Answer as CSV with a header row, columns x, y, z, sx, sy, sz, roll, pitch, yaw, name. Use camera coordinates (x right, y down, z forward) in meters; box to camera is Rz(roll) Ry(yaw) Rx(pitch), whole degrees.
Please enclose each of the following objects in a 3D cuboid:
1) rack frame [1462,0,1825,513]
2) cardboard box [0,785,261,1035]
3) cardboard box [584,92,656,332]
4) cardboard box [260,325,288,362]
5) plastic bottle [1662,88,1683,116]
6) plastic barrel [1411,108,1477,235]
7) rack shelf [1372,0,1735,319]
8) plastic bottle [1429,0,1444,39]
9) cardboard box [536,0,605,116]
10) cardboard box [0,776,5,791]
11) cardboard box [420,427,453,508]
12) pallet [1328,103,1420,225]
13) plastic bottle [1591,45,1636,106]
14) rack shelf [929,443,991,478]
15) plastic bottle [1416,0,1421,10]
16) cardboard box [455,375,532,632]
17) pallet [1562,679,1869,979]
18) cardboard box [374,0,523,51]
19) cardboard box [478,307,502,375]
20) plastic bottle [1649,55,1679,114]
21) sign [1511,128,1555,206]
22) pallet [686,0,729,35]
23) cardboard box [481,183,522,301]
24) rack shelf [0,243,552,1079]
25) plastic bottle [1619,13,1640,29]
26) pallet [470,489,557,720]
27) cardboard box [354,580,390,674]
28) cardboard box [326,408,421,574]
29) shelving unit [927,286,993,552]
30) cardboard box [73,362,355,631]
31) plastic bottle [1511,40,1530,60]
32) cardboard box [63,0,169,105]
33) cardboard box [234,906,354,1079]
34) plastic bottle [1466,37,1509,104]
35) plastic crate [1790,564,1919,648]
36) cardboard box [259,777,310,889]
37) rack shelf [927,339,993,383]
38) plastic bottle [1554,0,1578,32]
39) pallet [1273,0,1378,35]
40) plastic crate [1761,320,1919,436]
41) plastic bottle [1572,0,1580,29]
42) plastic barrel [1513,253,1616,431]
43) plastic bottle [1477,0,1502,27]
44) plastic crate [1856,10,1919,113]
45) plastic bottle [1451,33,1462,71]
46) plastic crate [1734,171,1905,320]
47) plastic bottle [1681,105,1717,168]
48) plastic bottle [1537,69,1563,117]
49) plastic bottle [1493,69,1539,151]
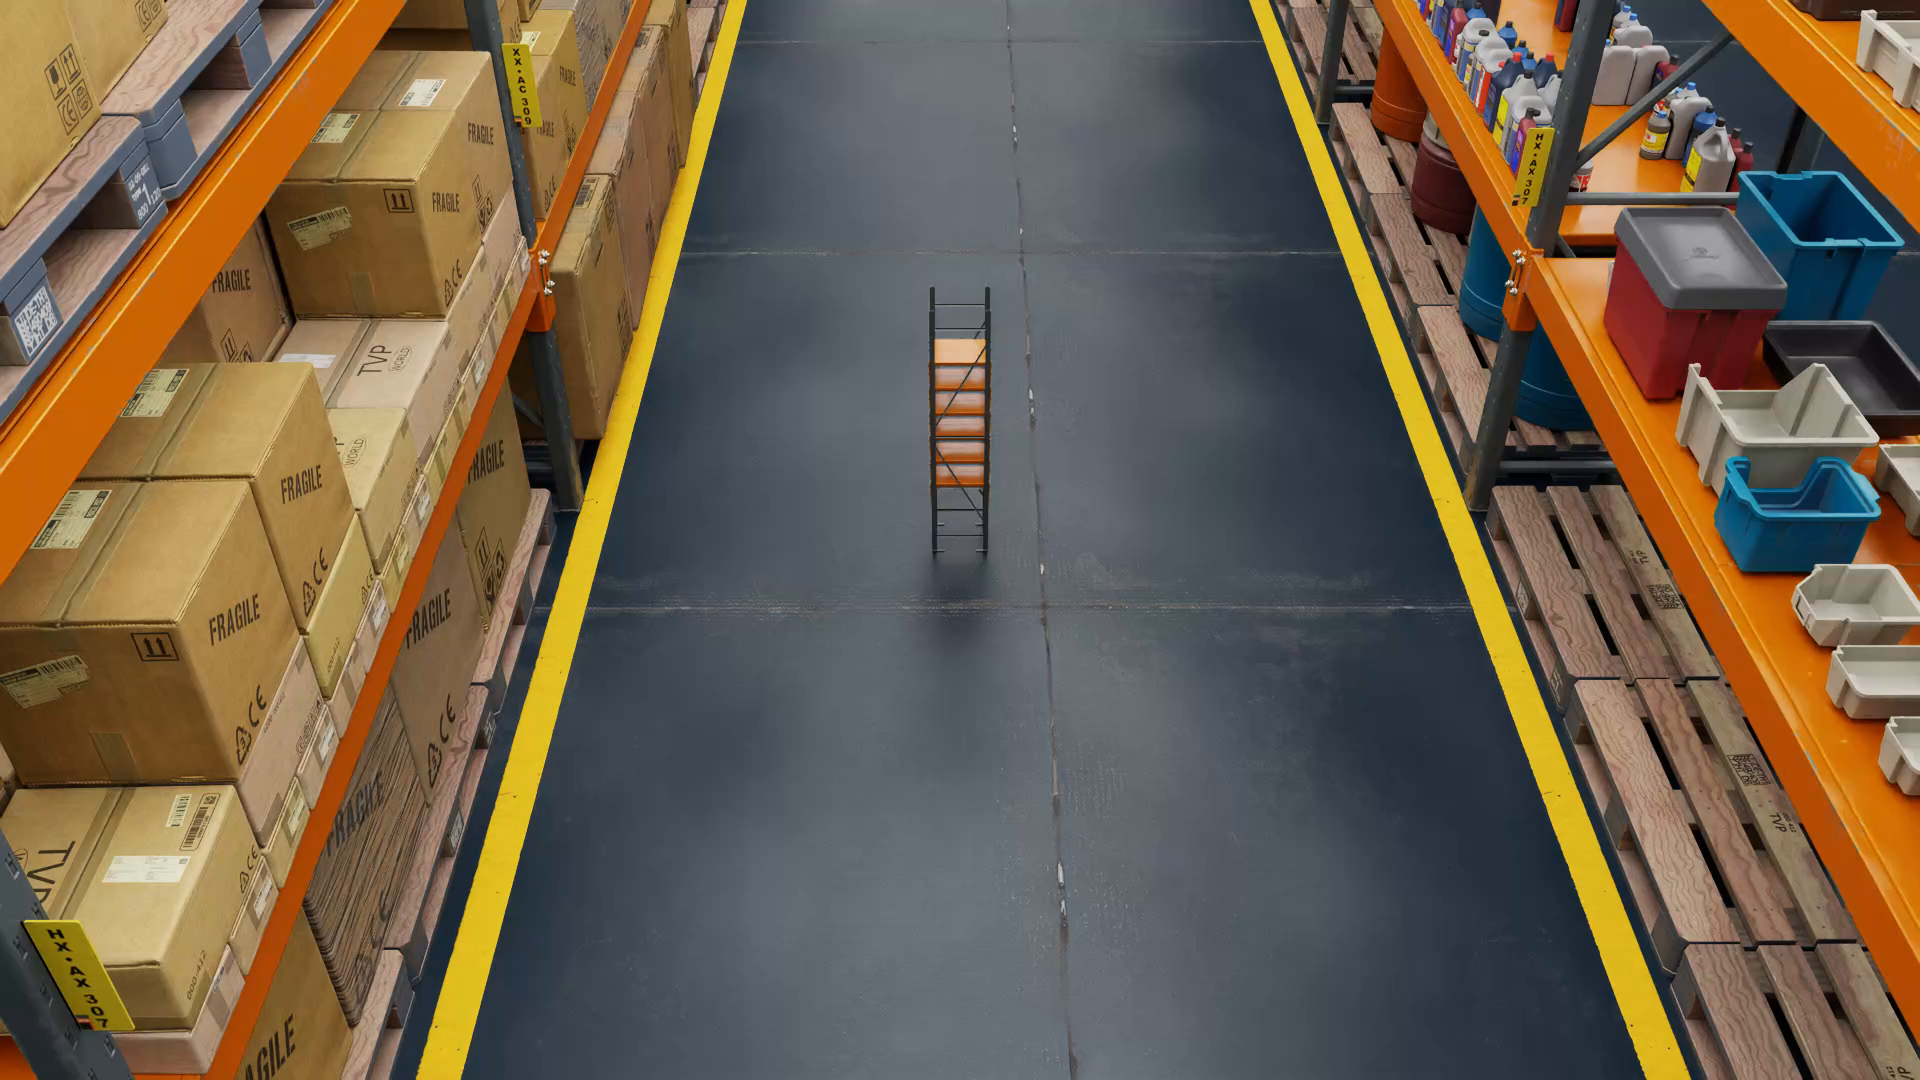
x,y,z,sx,sy,sz,roll,pitch,yaw,name
2.763,-1.329,6.510,1.000,3.000,0.127,0,39,0,rack frame
-1.916,0.818,3.713,0.500,0.250,0.500,-1,39,-1,cardboard box
-2.212,-1.619,8.235,1.225,0.875,0.875,-1,39,-2,cardboard box
-2.449,-0.454,5.300,0.500,0.250,0.500,1,39,1,cardboard box
3.170,-1.903,7.385,0.097,0.201,0.097,0,39,0,plastic bottle
2.777,-2.041,8.991,0.600,0.588,0.708,0,39,0,plastic barrel
2.761,-2.299,8.295,1.077,0.370,4.000,0,39,0,rack shelf
2.437,-2.644,8.250,0.152,0.276,0.135,0,39,0,plastic bottle
-1.942,-2.280,7.616,0.500,0.500,0.500,-1,39,-1,cardboard box
-2.449,0.521,3.483,0.500,0.500,0.500,0,39,1,cardboard box
-1.860,-0.233,5.343,0.380,0.149,0.250,-1,39,-1,cardboard box
2.801,-2.249,9.888,1.003,0.211,1.213,0,39,0,pallet
2.990,-2.149,7.633,0.152,0.276,0.135,0,39,0,plastic bottle
0.000,-0.349,6.989,0.258,0.103,0.180,0,39,0,rack shelf
2.410,-2.859,8.522,0.097,0.271,0.097,0,39,0,plastic bottle
-2.269,-0.247,6.523,0.875,0.875,0.875,0,39,0,cardboard box
2.807,0.984,5.854,1.003,0.211,1.213,0,39,0,pallet
-2.199,-2.155,6.659,0.797,0.503,0.637,-1,39,-1,cardboard box
-1.861,-0.716,5.945,0.380,0.149,0.250,-1,39,-1,cardboard box
3.188,-2.069,7.526,0.061,0.283,0.133,0,39,0,plastic bottle
2.213,-1.438,6.424,0.100,0.325,0.005,0,39,0,sign
-2.192,-3.988,12.058,1.003,0.211,1.213,0,39,0,pallet
-1.927,-1.107,6.115,0.500,0.250,0.500,-1,39,-1,cardboard box
-2.188,0.206,5.170,1.077,0.370,4.000,0,39,0,rack shelf
3.169,-2.365,7.906,0.097,0.271,0.097,0,39,0,plastic bottle
-2.267,0.238,6.784,1.003,0.211,1.213,0,39,0,pallet
-1.860,0.248,4.743,0.380,0.149,0.250,0,39,-1,cardboard box
-1.926,-0.148,4.918,0.500,0.250,0.500,-1,39,-1,cardboard box
0.000,-0.477,6.886,0.258,1.200,0.189,0,39,0,shelving unit
-1.923,-0.111,4.273,0.500,0.500,0.500,-1,39,-1,cardboard box
2.563,-2.165,7.656,0.097,0.271,0.097,0,39,0,plastic bottle
-2.169,-1.237,3.500,0.700,0.500,0.500,-2,39,-3,cardboard box
-2.266,1.441,4.416,0.875,0.875,0.875,0,39,0,cardboard box
2.438,-2.155,7.639,0.152,0.276,0.135,0,39,0,plastic bottle
2.556,0.201,4.763,0.298,0.136,0.250,0,39,0,plastic crate
-1.858,0.731,4.140,0.380,0.149,0.250,-1,39,-1,cardboard box
0.000,-0.724,6.689,0.258,0.103,0.180,0,39,0,rack shelf
3.043,-2.702,8.316,0.061,0.283,0.133,0,39,0,plastic bottle
2.798,-3.988,12.057,1.003,0.211,1.213,0,39,0,pallet
3.033,-0.545,5.704,0.437,0.125,0.590,0,39,0,plastic crate
3.145,-2.744,8.315,0.144,0.351,0.185,0,39,0,plastic bottle
2.780,-1.014,7.459,0.600,0.901,0.708,0,39,0,plastic barrel
2.586,-2.658,8.207,0.144,0.351,0.185,0,39,0,plastic bottle
2.517,-1.187,4.145,0.437,0.136,0.530,0,39,0,plastic crate
2.410,-2.343,7.934,0.097,0.201,0.097,0,39,0,plastic bottle
3.105,-1.055,6.132,0.392,0.384,0.575,0,39,0,plastic crate
3.171,-1.725,7.107,0.097,0.271,0.097,0,39,0,plastic bottle
2.579,-1.884,7.242,0.144,0.351,0.185,0,39,0,plastic bottle
2.435,-1.884,7.242,0.144,0.351,0.185,0,39,0,plastic bottle
